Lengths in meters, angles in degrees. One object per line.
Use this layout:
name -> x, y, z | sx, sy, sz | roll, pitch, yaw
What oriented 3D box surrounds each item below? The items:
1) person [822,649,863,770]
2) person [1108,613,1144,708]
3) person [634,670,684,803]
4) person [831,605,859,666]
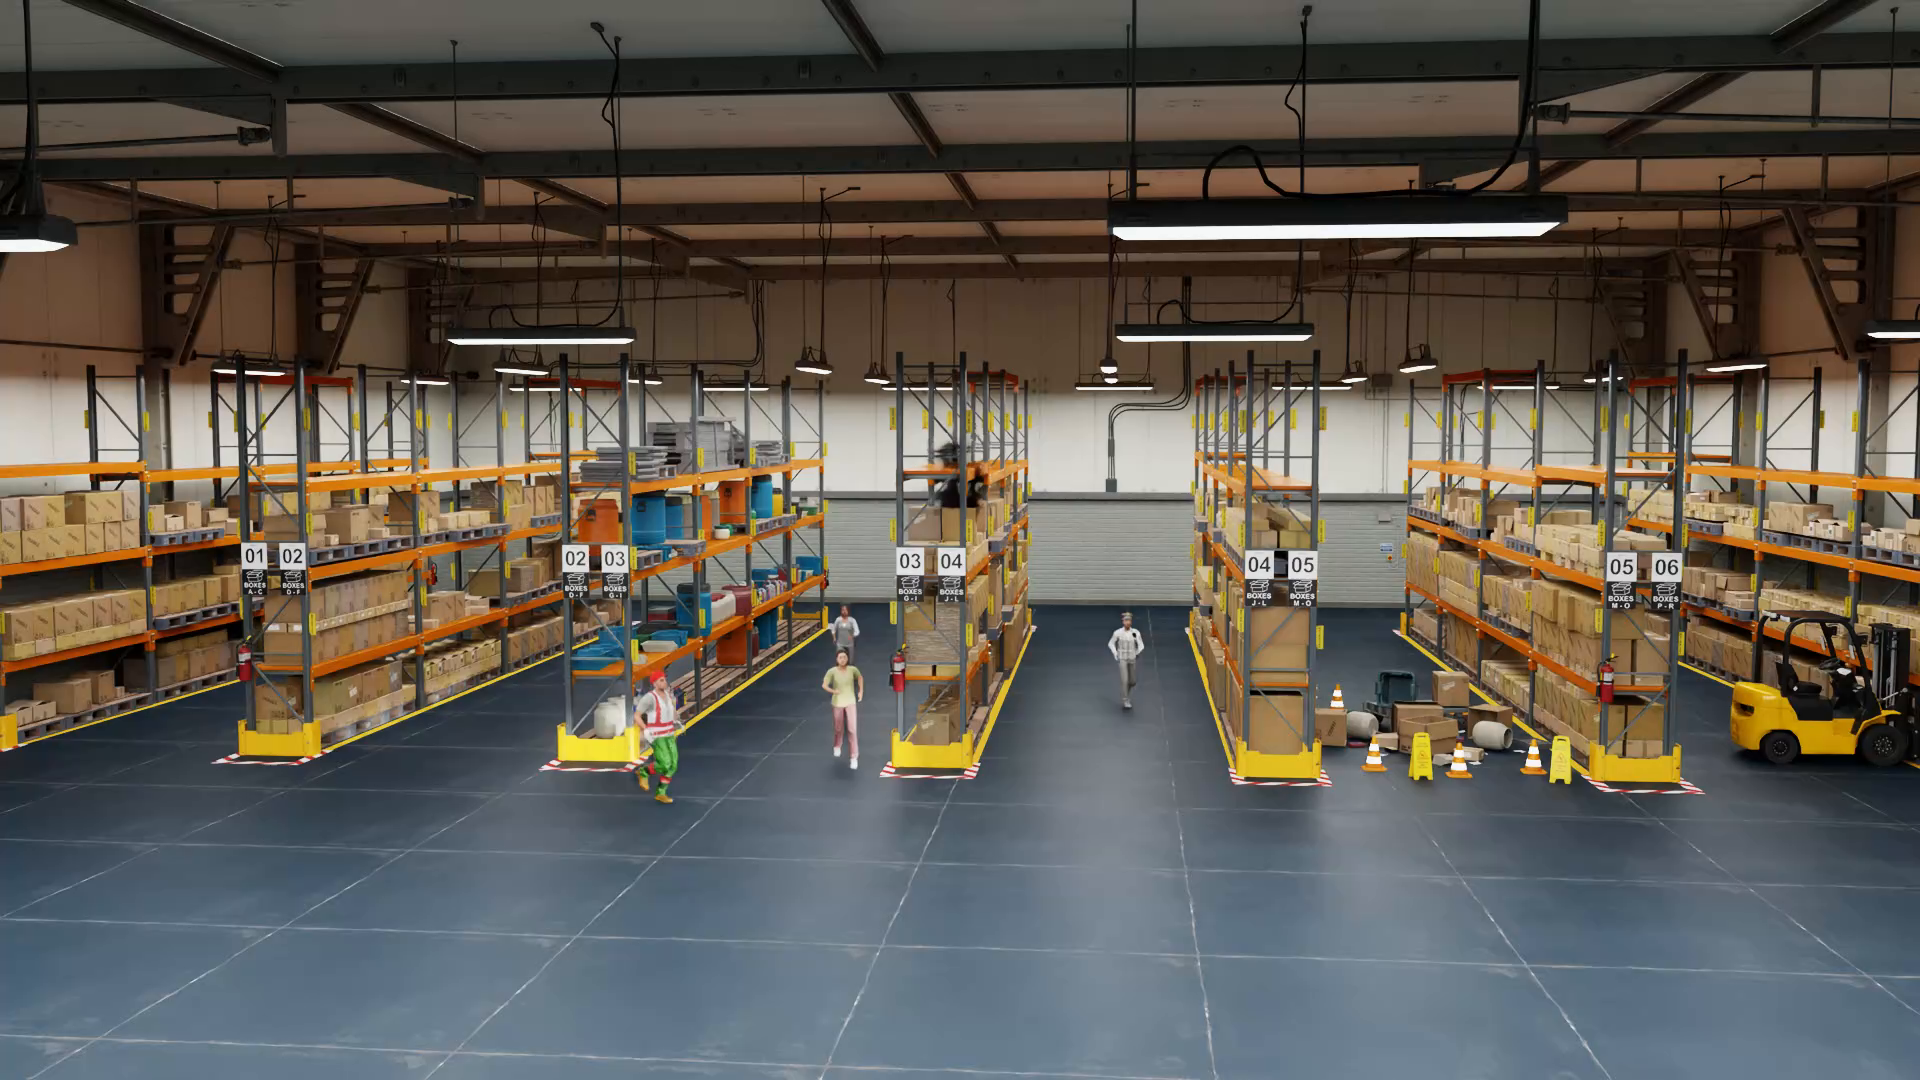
person -> -1.711, 2.435, 24.312 | 0.612, 1.700, 0.892 | -1, 4, -9
person -> 2.929, 2.093, 29.278 | 0.621, 1.654, 0.718 | 0, 4, -4
person -> -3.967, 2.583, 21.930 | 0.603, 1.744, 0.667 | 3, 5, 32
person -> -2.171, 2.000, 31.362 | 0.544, 1.543, 0.705 | 0, 4, 1
